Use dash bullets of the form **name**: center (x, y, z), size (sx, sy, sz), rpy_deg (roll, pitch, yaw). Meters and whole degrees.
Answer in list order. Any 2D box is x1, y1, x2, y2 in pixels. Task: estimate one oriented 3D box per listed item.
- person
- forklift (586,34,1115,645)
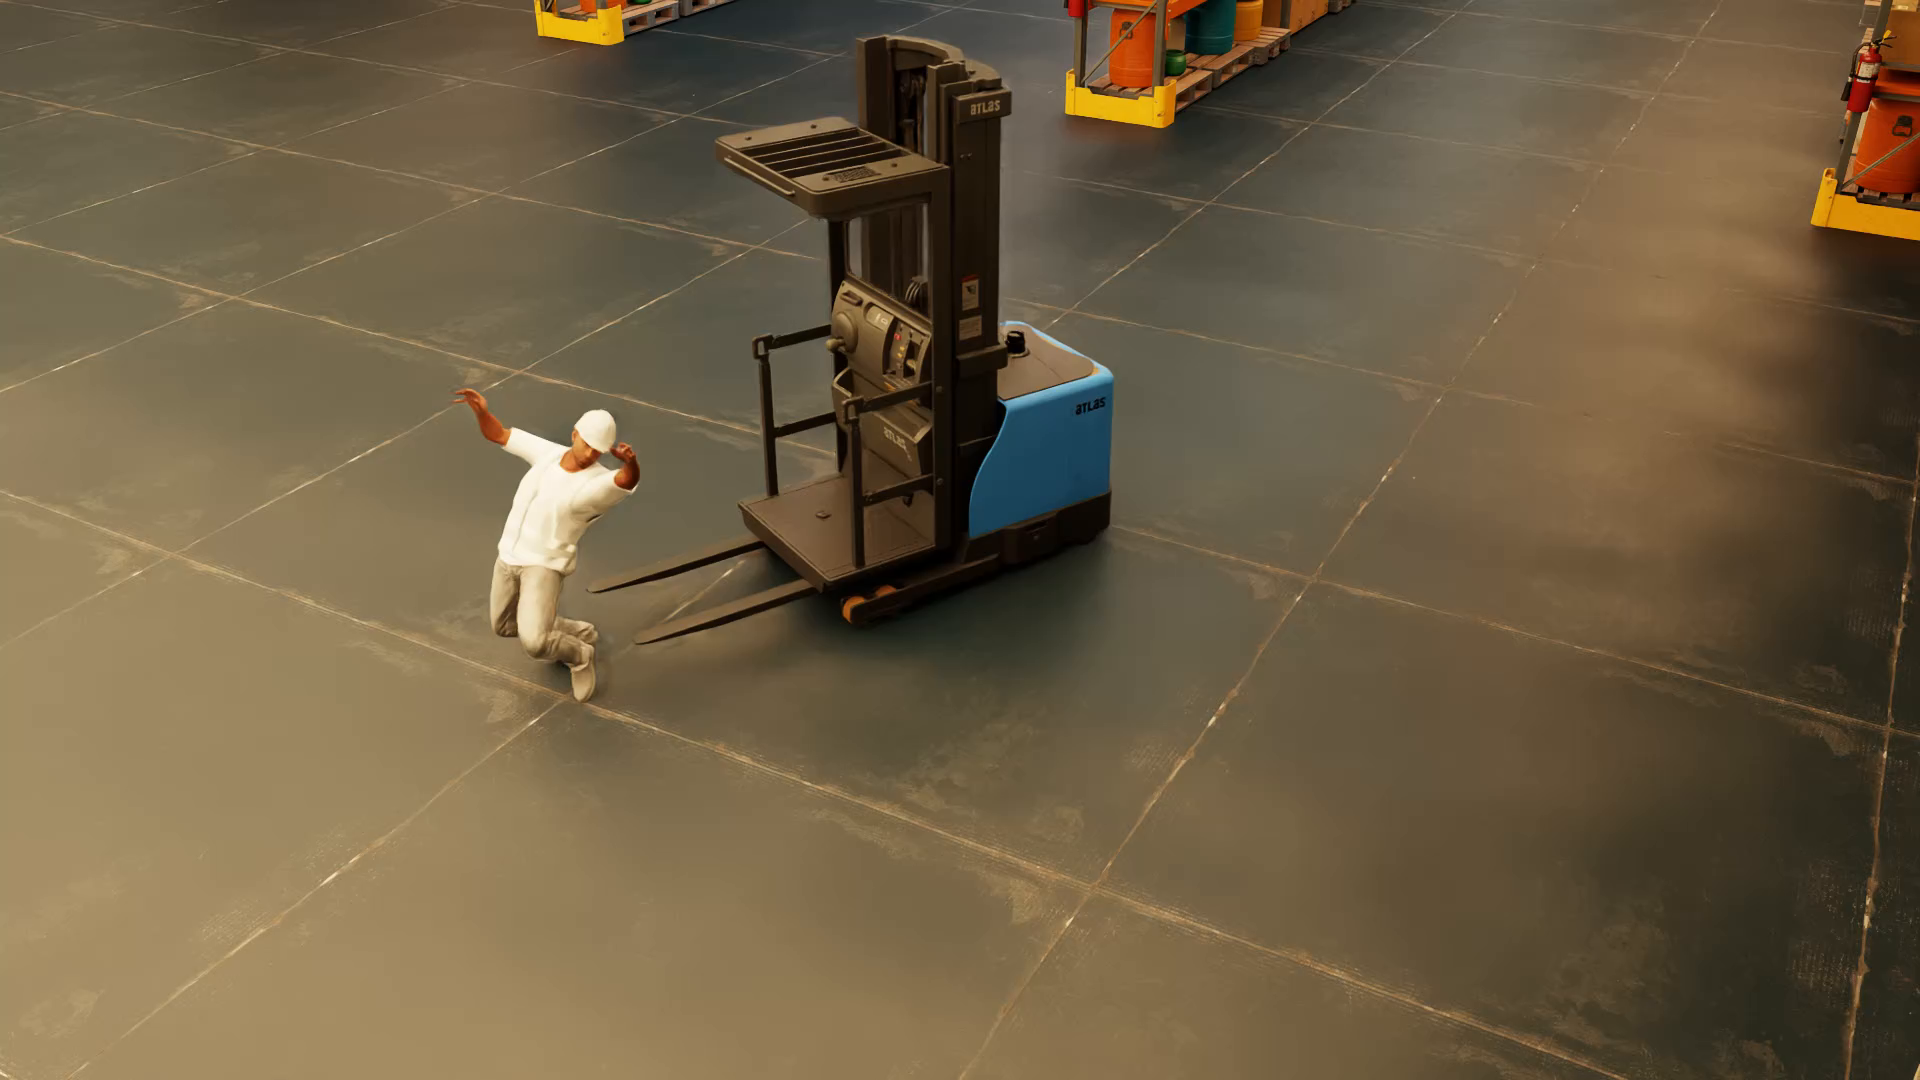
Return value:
- **person**: center (-1.957, 0.039, 8.301), size (1.071, 1.667, 0.810), rpy_deg (24, 38, 36)
- **forklift**: center (-0.604, -1.095, 8.968), size (3.031, 2.935, 1.130), rpy_deg (-18, 35, -29)
